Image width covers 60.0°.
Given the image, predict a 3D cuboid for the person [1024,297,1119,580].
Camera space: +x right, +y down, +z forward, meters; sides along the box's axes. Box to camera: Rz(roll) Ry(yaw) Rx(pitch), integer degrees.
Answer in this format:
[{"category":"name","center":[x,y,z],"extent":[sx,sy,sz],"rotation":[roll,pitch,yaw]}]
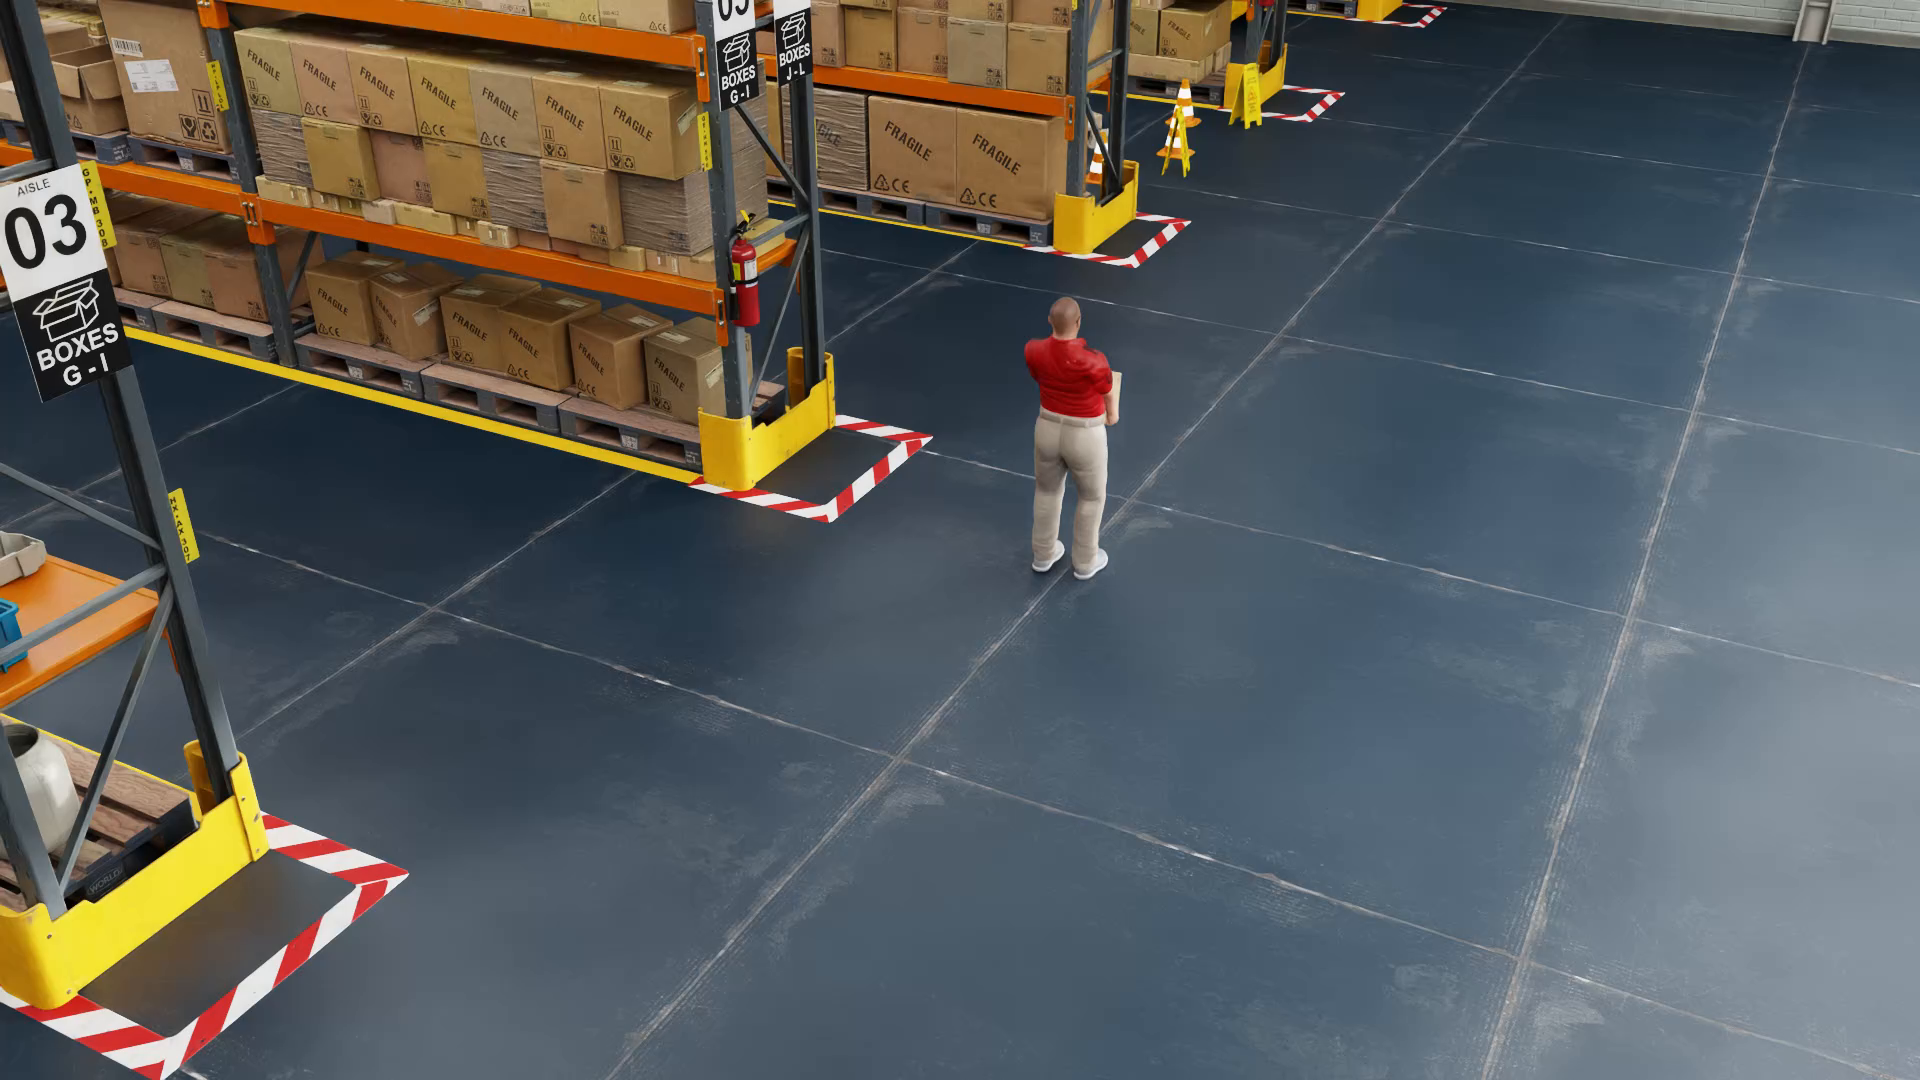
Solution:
[{"category":"person","center":[0.644,-0.610,9.383],"extent":[0.493,1.712,0.531],"rotation":[15,33,24]}]
